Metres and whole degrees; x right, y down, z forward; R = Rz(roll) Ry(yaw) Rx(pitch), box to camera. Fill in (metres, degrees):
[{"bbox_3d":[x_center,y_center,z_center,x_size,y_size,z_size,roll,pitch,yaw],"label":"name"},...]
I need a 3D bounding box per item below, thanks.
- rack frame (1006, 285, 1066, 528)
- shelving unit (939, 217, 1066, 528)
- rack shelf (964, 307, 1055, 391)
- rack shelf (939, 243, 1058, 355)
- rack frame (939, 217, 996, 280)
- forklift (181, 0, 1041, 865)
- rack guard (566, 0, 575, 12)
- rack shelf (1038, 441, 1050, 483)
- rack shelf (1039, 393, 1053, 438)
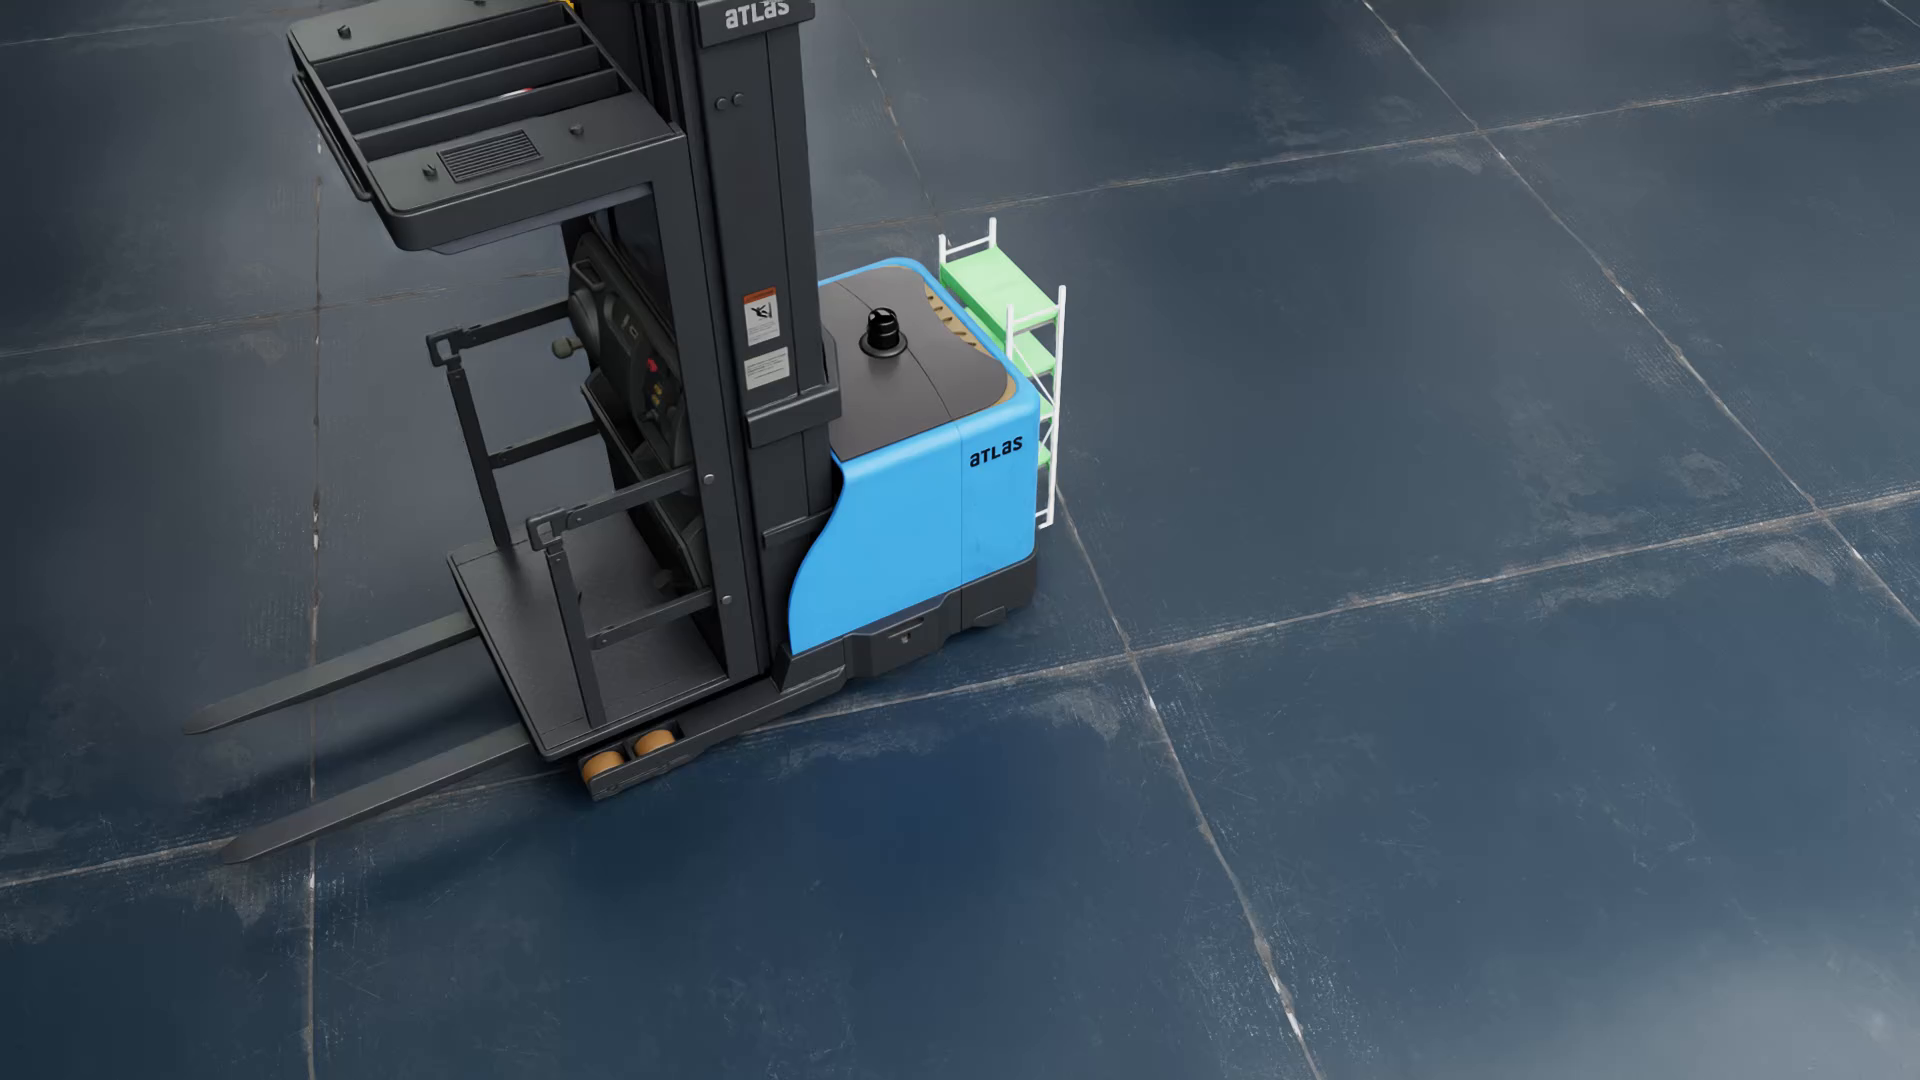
[{"bbox_3d":[0.272,-0.447,6.348,0.240,1.200,0.015,-22,50,-21],"label":"rack frame"},{"bbox_3d":[0.150,-0.598,6.496,0.258,1.200,0.503,-22,50,-21],"label":"shelving unit"},{"bbox_3d":[0.150,-0.722,6.370,0.258,0.148,0.480,-22,50,-21],"label":"rack shelf"},{"bbox_3d":[0.150,-0.890,6.199,0.258,0.148,0.480,-22,50,-21],"label":"rack shelf"},{"bbox_3d":[0.028,-0.749,6.644,0.240,1.200,0.015,-22,50,-21],"label":"rack frame"},{"bbox_3d":[-1.242,-0.555,5.242,3.031,2.935,1.130,-22,50,-20],"label":"forklift"},{"bbox_3d":[-2.025,-3.138,9.475,1.175,0.500,0.348,-11,47,-10],"label":"rack guard"},{"bbox_3d":[0.150,-0.386,6.713,0.258,0.148,0.480,-22,50,-21],"label":"rack shelf"},{"bbox_3d":[0.150,-0.554,6.542,0.258,0.148,0.480,-22,50,-21],"label":"rack shelf"}]
